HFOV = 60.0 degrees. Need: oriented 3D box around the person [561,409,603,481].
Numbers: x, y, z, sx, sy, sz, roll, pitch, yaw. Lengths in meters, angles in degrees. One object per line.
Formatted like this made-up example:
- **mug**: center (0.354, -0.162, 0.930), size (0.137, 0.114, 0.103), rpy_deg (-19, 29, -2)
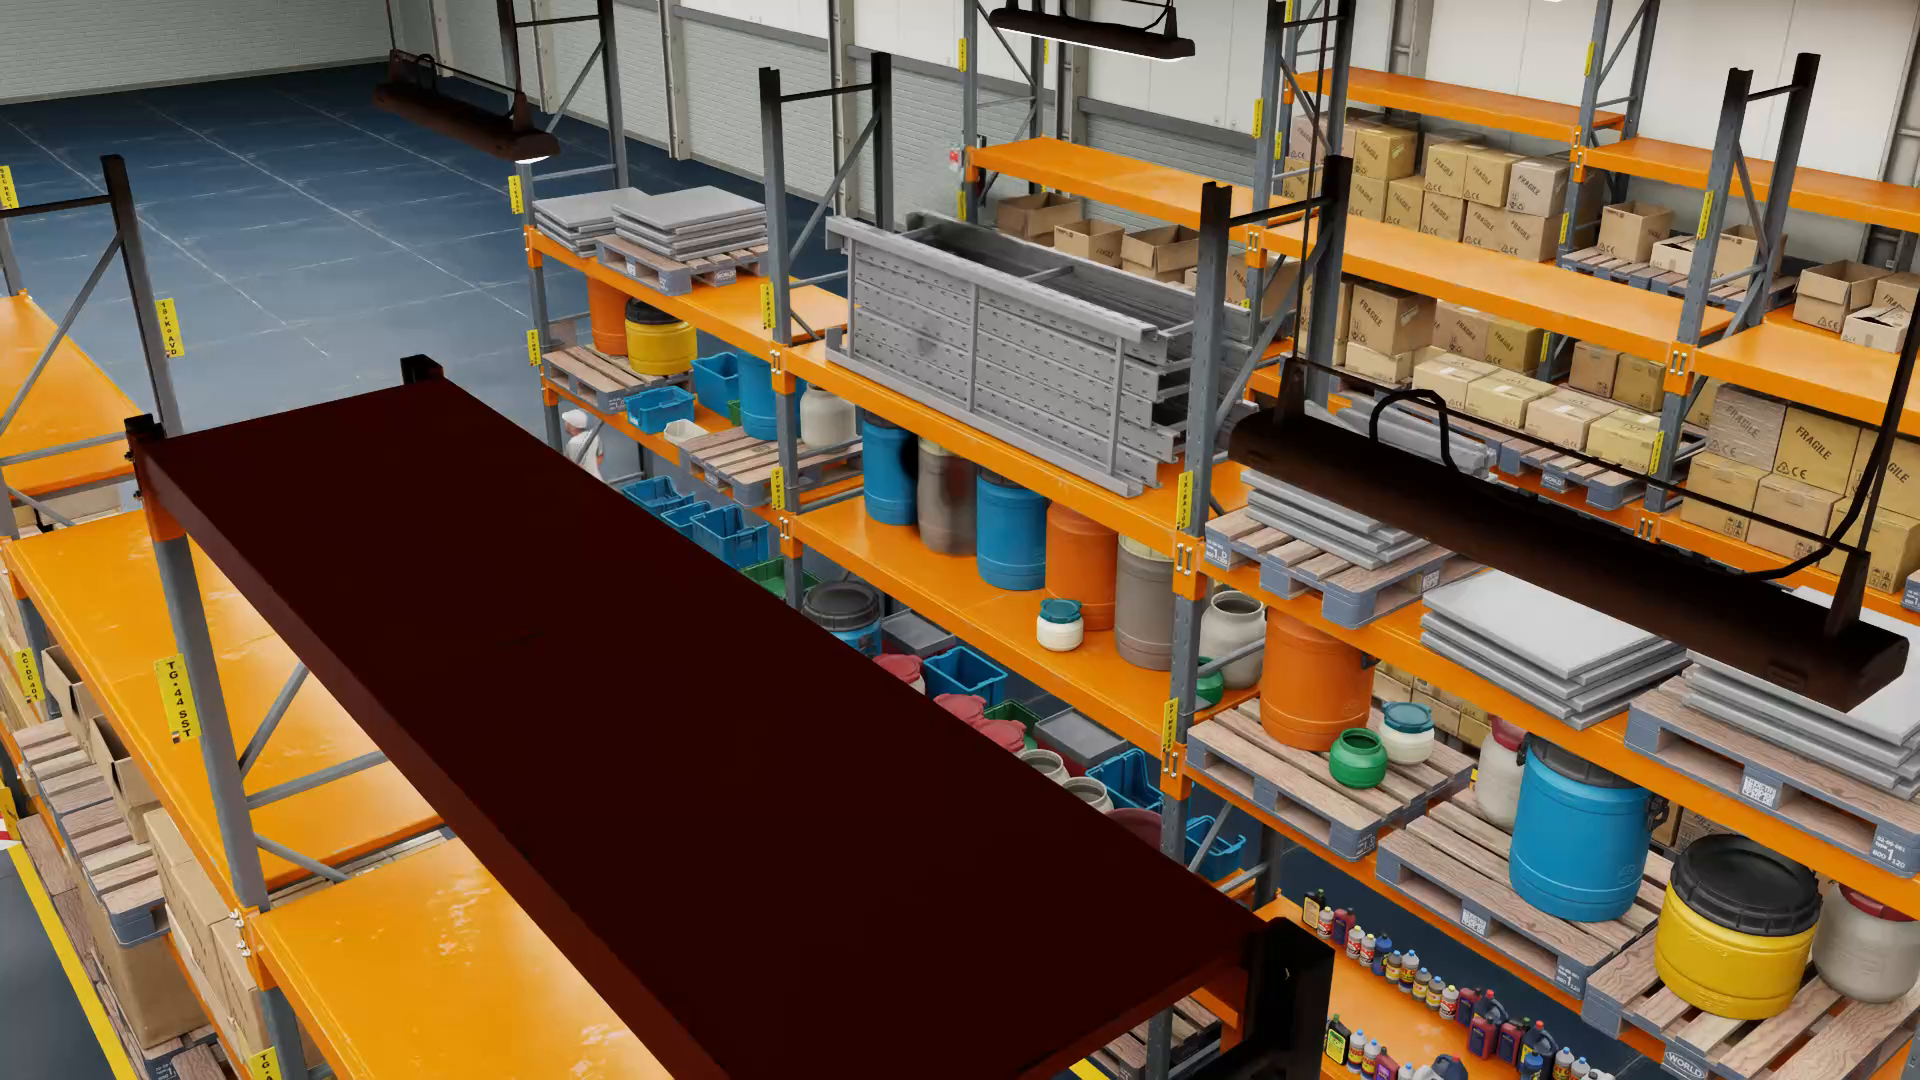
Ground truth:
- **person**: center (-3.823, -0.510, 17.332), size (0.666, 1.766, 0.669), rpy_deg (5, 26, 10)
